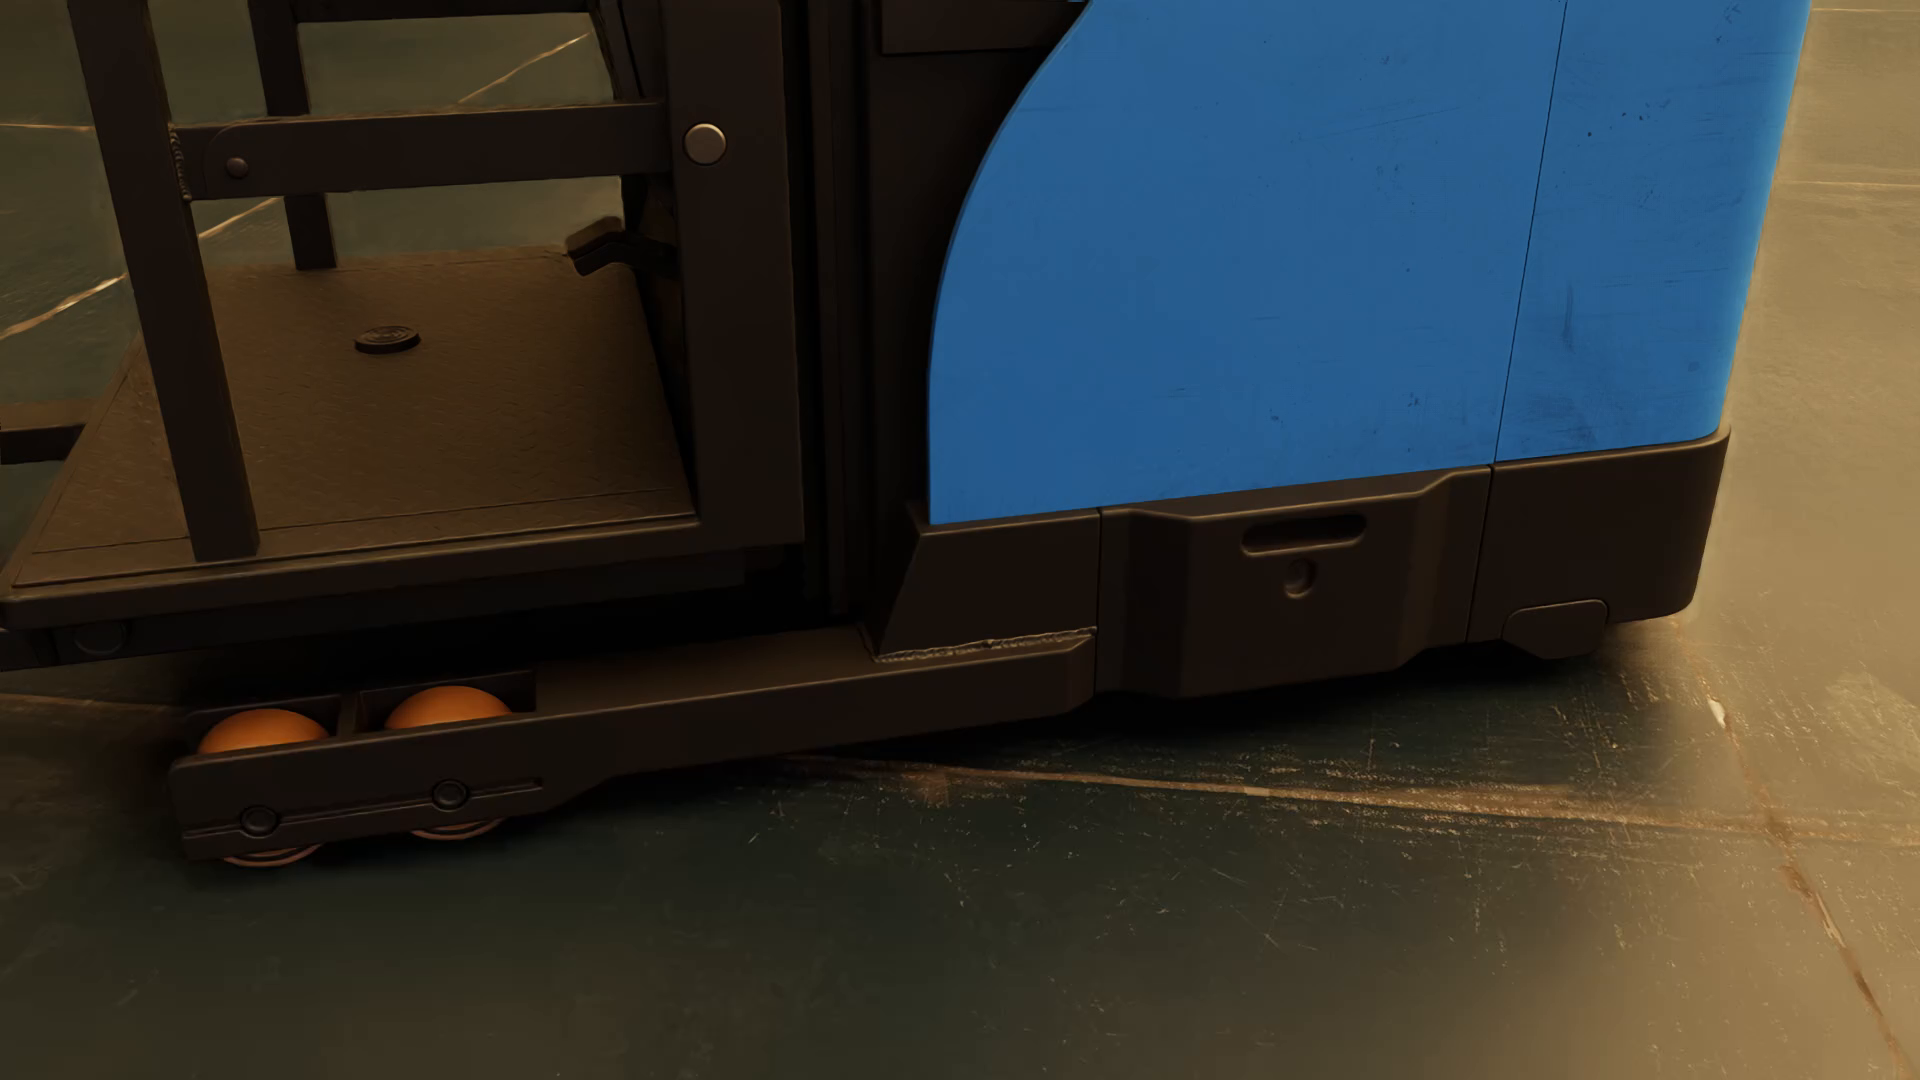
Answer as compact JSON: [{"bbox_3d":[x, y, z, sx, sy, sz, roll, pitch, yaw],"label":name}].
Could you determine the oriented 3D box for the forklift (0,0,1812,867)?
[{"bbox_3d":[-0.598,-1.220,1.662,3.031,2.935,1.130,-6,27,-13],"label":"forklift"}]
